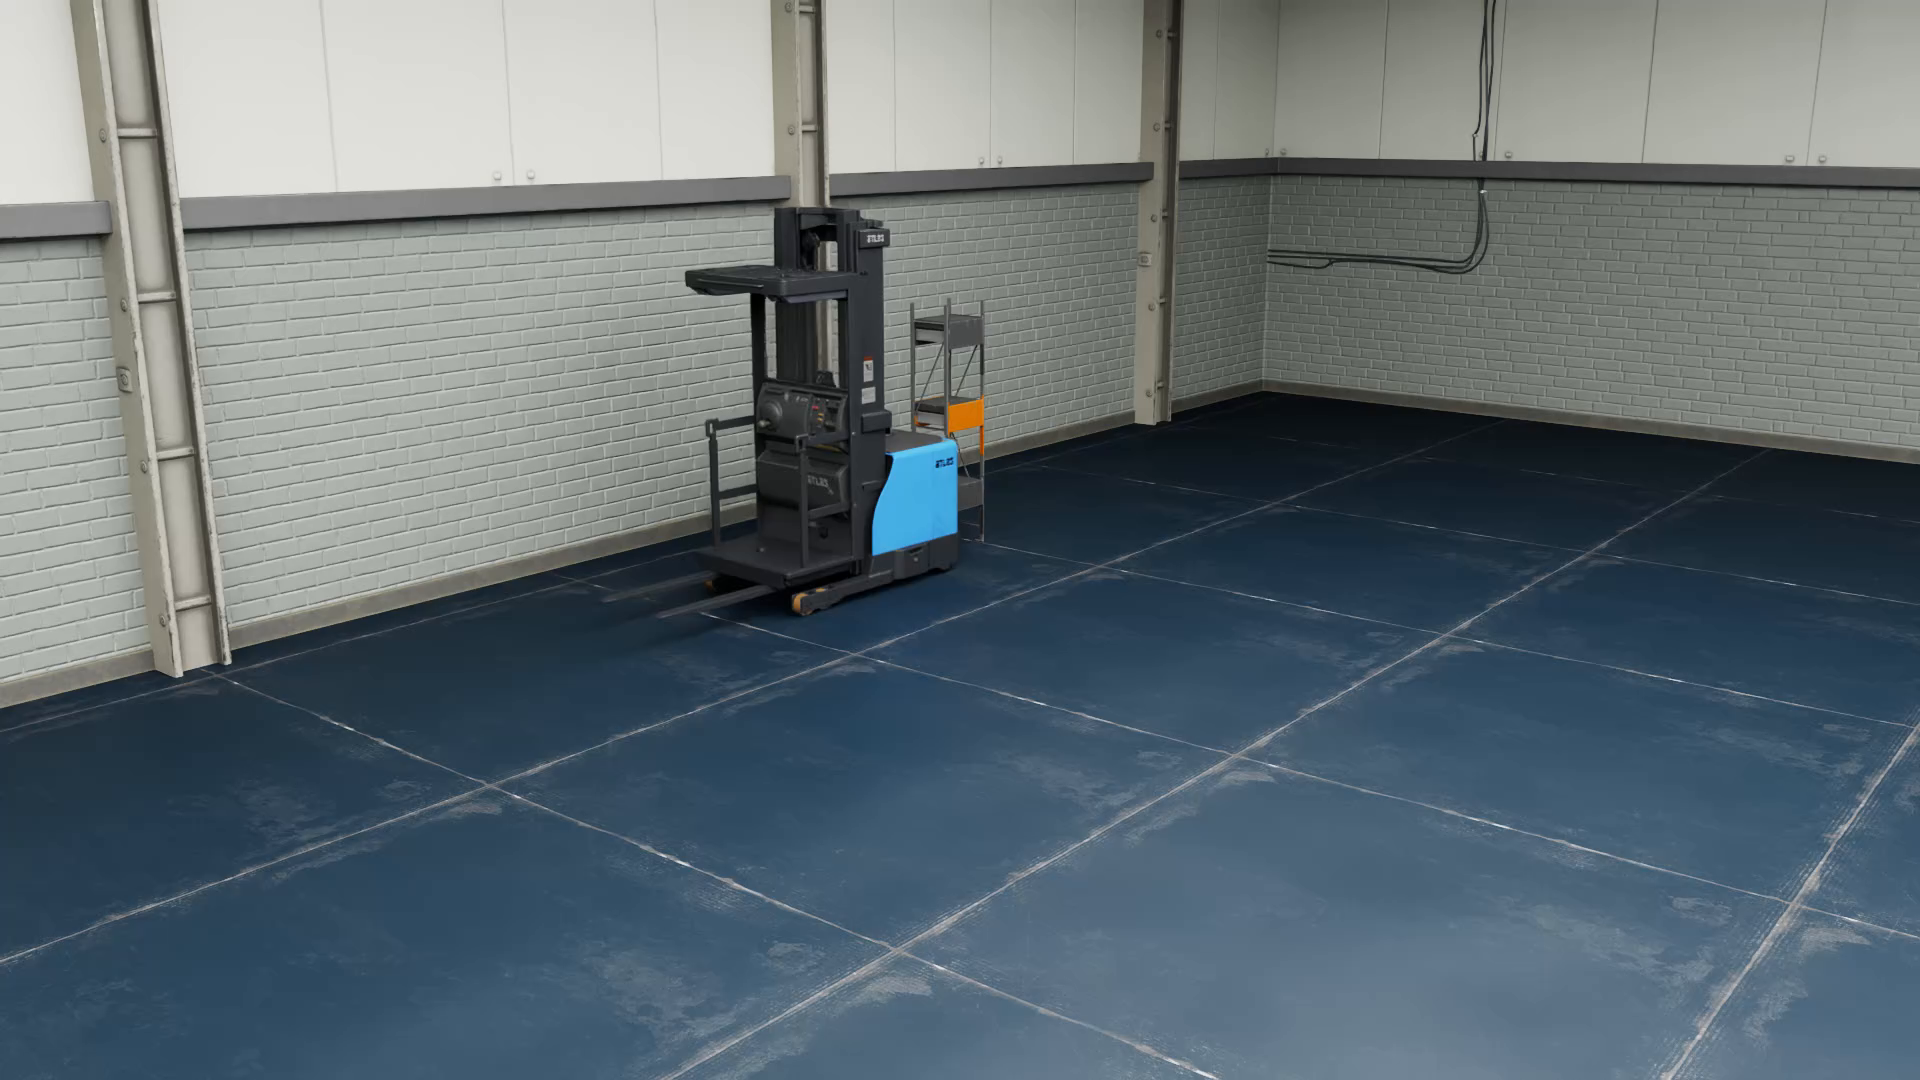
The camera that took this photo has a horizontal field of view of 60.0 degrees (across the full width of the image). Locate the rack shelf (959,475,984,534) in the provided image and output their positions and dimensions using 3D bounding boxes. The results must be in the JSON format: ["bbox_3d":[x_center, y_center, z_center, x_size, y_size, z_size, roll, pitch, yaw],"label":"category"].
[{"bbox_3d":[-0.104,-0.294,14.415,0.431,0.518,0.480,11,18,38],"label":"rack shelf"}]

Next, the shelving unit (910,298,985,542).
[{"bbox_3d":[-0.104,-0.986,14.240,0.431,2.100,0.503,11,18,38],"label":"shelving unit"}]

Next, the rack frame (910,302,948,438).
[{"bbox_3d":[-0.257,-0.939,14.056,0.400,2.100,0.015,11,18,38],"label":"rack frame"}]

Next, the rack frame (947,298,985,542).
[{"bbox_3d":[0.049,-1.033,14.424,0.400,2.100,0.015,11,18,38],"label":"rack frame"}]

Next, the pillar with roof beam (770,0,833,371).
[{"bbox_3d":[1.922,-3.992,12.062,9.100,9.000,0.400,11,18,38],"label":"pillar with roof beam"}]

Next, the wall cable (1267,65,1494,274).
[{"bbox_3d":[5.224,-4.662,21.005,3.097,2.526,0.112,11,18,38],"label":"wall cable"}]

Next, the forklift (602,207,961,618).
[{"bbox_3d":[-1.343,-1.000,12.605,1.130,2.935,3.031,12,19,40],"label":"forklift"}]

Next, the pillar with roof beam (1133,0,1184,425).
[{"bbox_3d":[5.693,-5.141,16.585,9.100,9.000,0.400,11,18,38],"label":"pillar with roof beam"}]

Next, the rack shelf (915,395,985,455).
[{"bbox_3d":[-0.104,-0.973,14.243,0.431,0.518,0.480,11,18,38],"label":"rack shelf"}]

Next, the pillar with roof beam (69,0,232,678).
[{"bbox_3d":[-1.849,-2.843,7.539,9.100,9.000,0.400,11,18,38],"label":"pillar with roof beam"}]

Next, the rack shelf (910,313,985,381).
[{"bbox_3d":[-0.104,-1.651,14.071,0.431,0.518,0.480,11,18,38],"label":"rack shelf"}]

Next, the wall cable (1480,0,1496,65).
[{"bbox_3d":[7.329,-6.691,18.735,3.097,2.526,0.112,11,18,38],"label":"wall cable"}]
